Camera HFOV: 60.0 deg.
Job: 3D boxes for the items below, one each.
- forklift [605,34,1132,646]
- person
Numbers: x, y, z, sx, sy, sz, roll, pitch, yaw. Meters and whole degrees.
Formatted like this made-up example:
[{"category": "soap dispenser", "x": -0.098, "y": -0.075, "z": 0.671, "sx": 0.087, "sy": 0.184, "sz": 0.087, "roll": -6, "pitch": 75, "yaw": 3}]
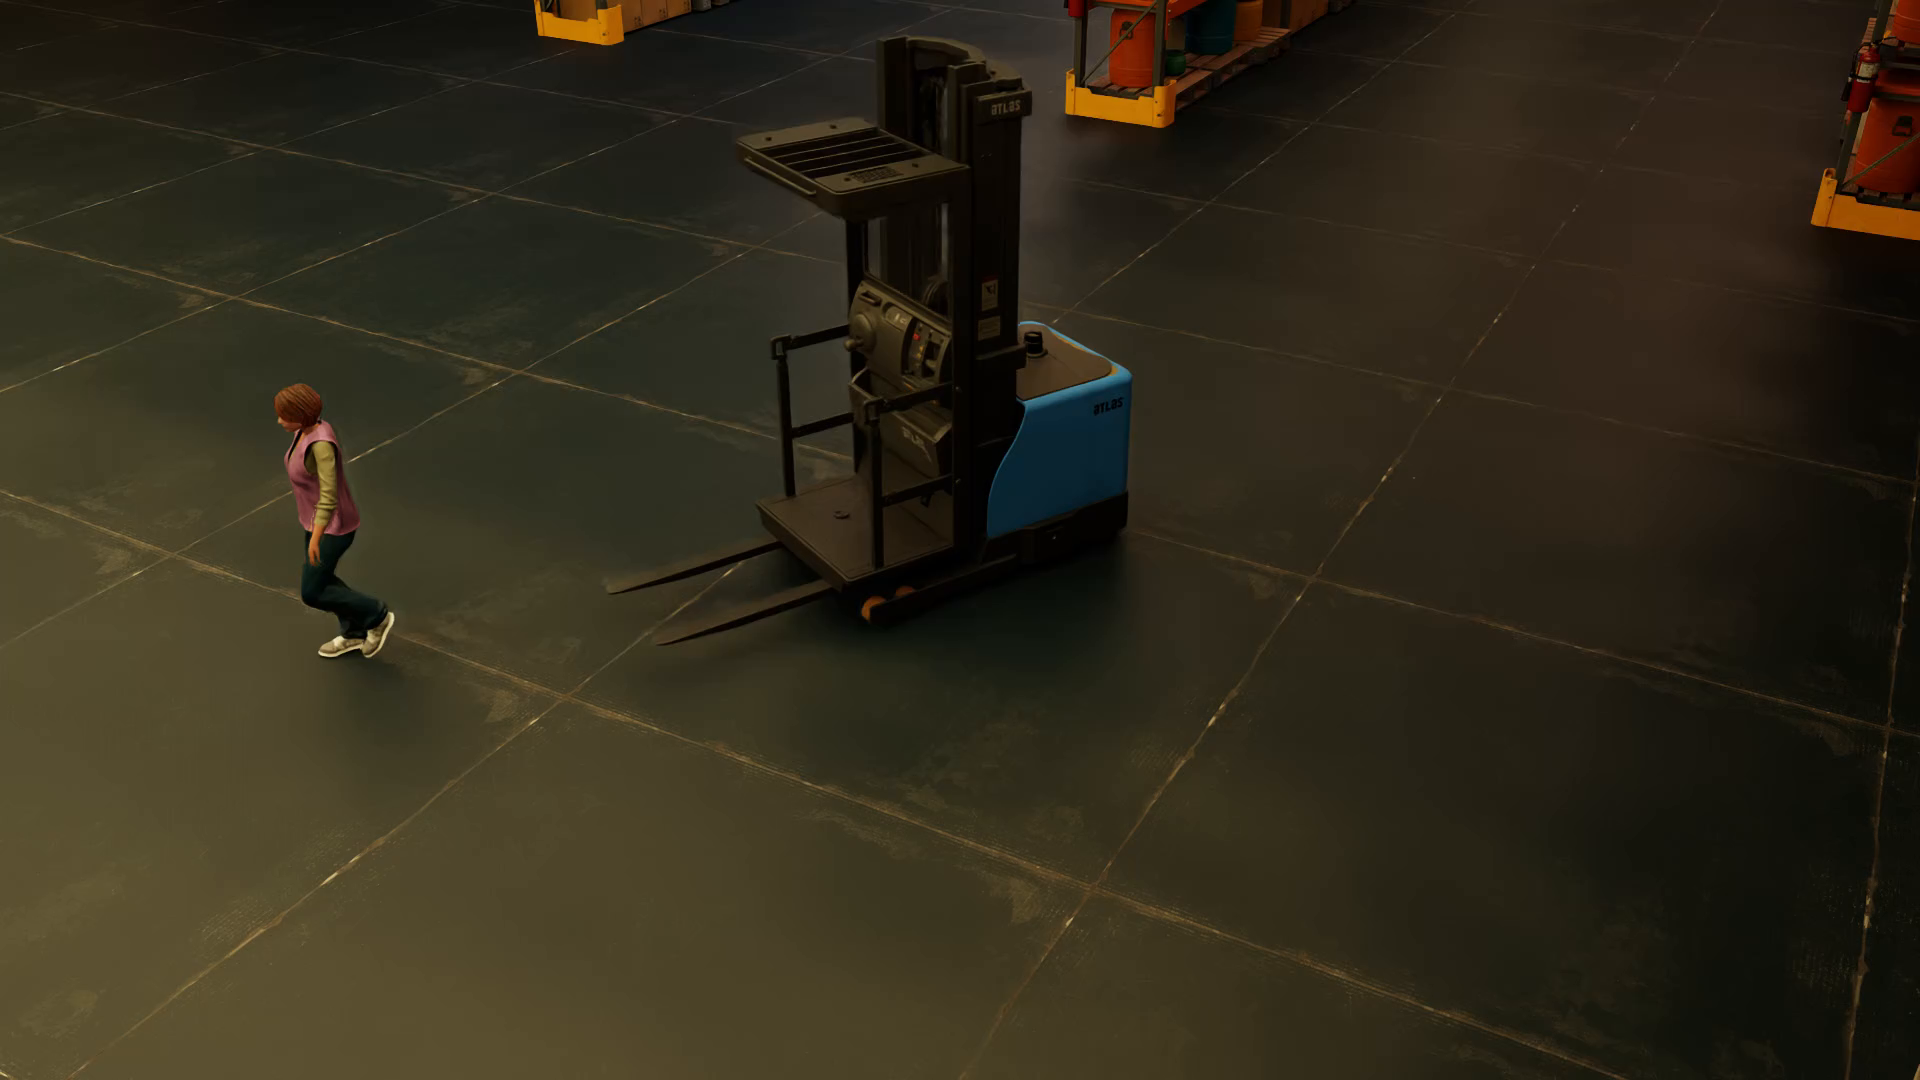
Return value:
[{"category": "forklift", "x": -0.503, "y": -1.093, "z": 8.964, "sx": 3.031, "sy": 2.935, "sz": 1.130, "roll": -19, "pitch": 35, "yaw": -29}, {"category": "person", "x": -3.252, "y": -0.065, "z": 8.554, "sx": 0.433, "sy": 1.566, "sz": 0.582, "roll": -17, "pitch": 34, "yaw": -27}]
